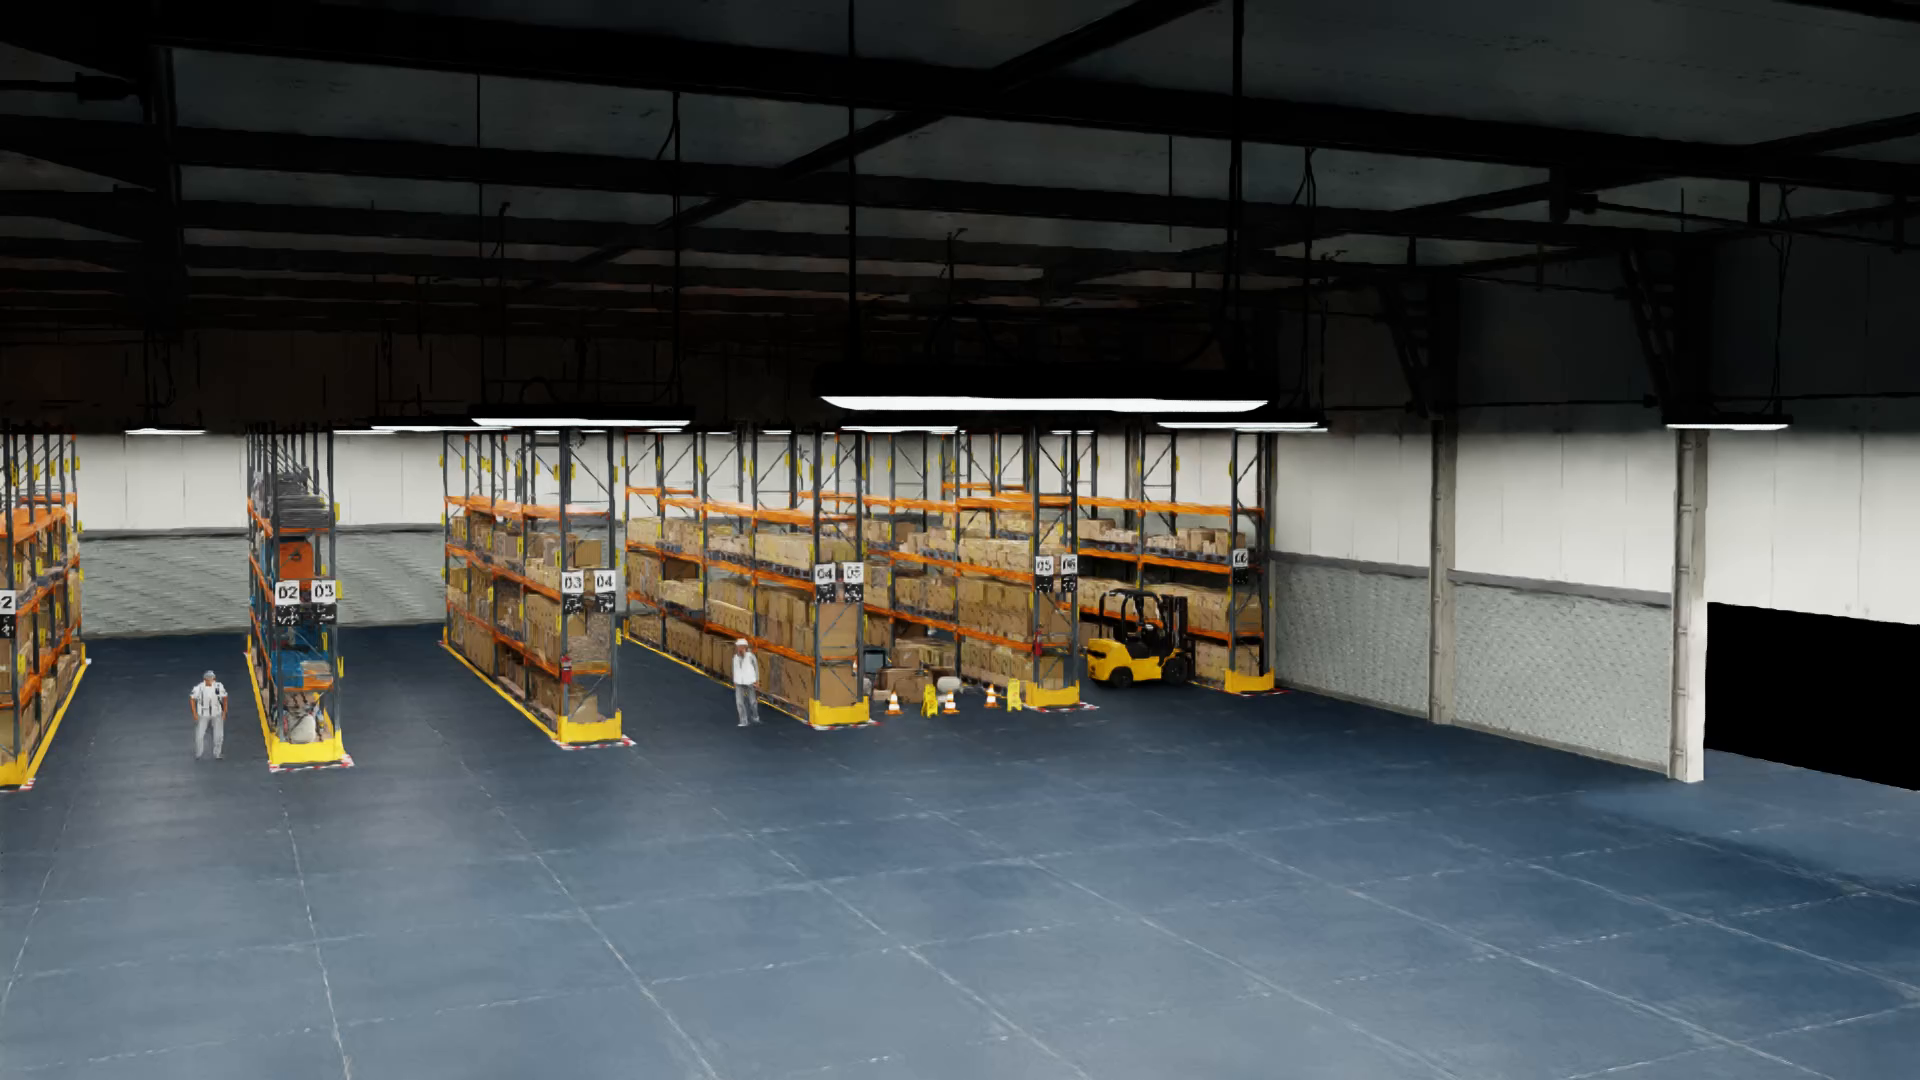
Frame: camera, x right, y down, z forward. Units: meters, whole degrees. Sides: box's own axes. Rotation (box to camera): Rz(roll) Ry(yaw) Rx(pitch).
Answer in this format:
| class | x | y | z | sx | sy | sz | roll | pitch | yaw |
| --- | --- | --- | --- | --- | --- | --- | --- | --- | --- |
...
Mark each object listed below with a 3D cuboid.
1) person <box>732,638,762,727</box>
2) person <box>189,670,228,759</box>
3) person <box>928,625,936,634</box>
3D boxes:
| class | x | y | z | sx | sy | sz | roll | pitch | yaw |
| --- | --- | --- | --- | --- | --- | --- | --- | --- | --- |
| person | -4.218 | 2.793 | 32.854 | 0.572 | 1.759 | 0.563 | 1 | 4 | 12 |
| person | -13.278 | 3.086 | 29.416 | 0.625 | 1.611 | 0.582 | -2 | 4 | -27 |
| person | -1.017 | 1.809 | 48.150 | 0.647 | 1.773 | 0.690 | 0 | 4 | -4 |
